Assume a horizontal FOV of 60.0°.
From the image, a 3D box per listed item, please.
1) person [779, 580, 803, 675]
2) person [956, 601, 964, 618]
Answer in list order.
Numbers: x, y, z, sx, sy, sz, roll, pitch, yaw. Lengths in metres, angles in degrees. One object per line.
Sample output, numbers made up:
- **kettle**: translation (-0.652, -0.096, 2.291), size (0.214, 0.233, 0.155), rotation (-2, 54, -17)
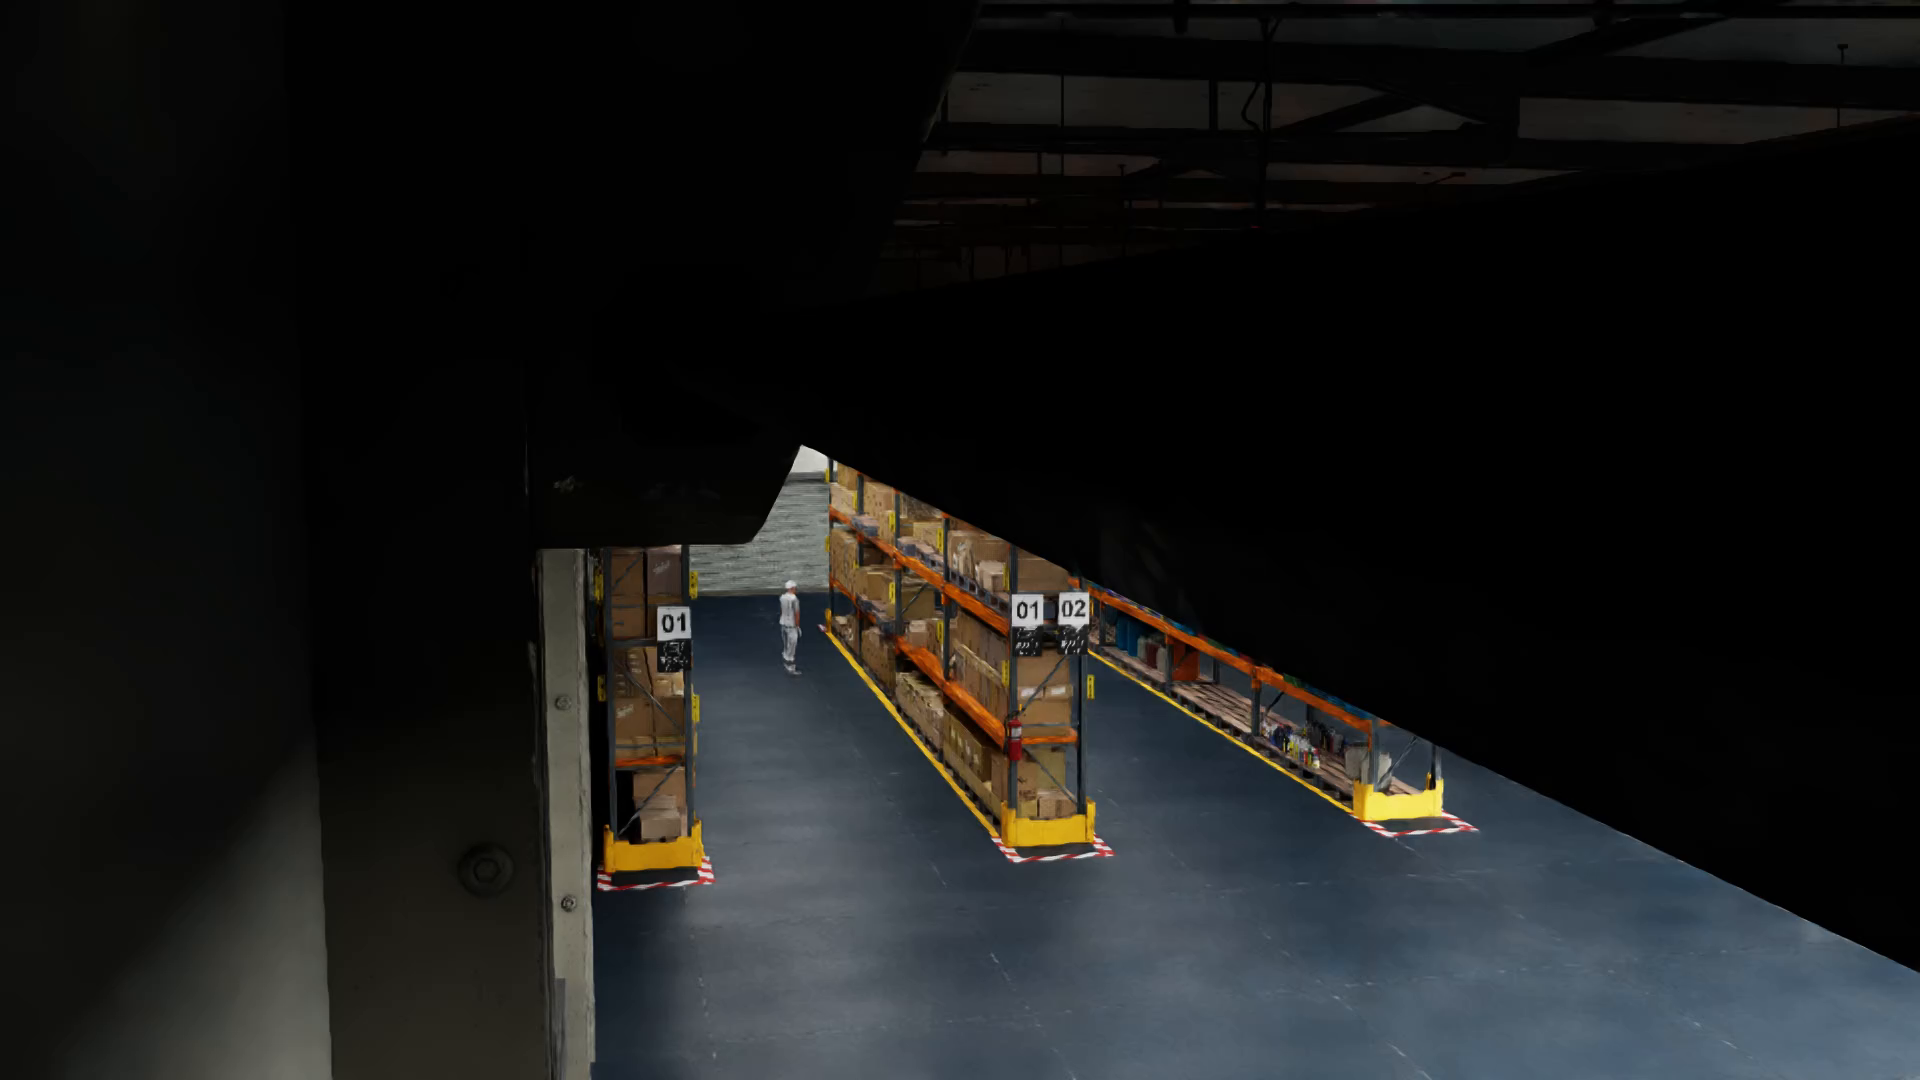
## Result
- **person**: translation (-3.209, 1.646, 31.842), size (0.466, 1.794, 0.623), rotation (-6, 9, -41)
- **person**: translation (0.235, 1.574, 32.858), size (0.576, 1.733, 1.042), rotation (-2, 7, -14)
